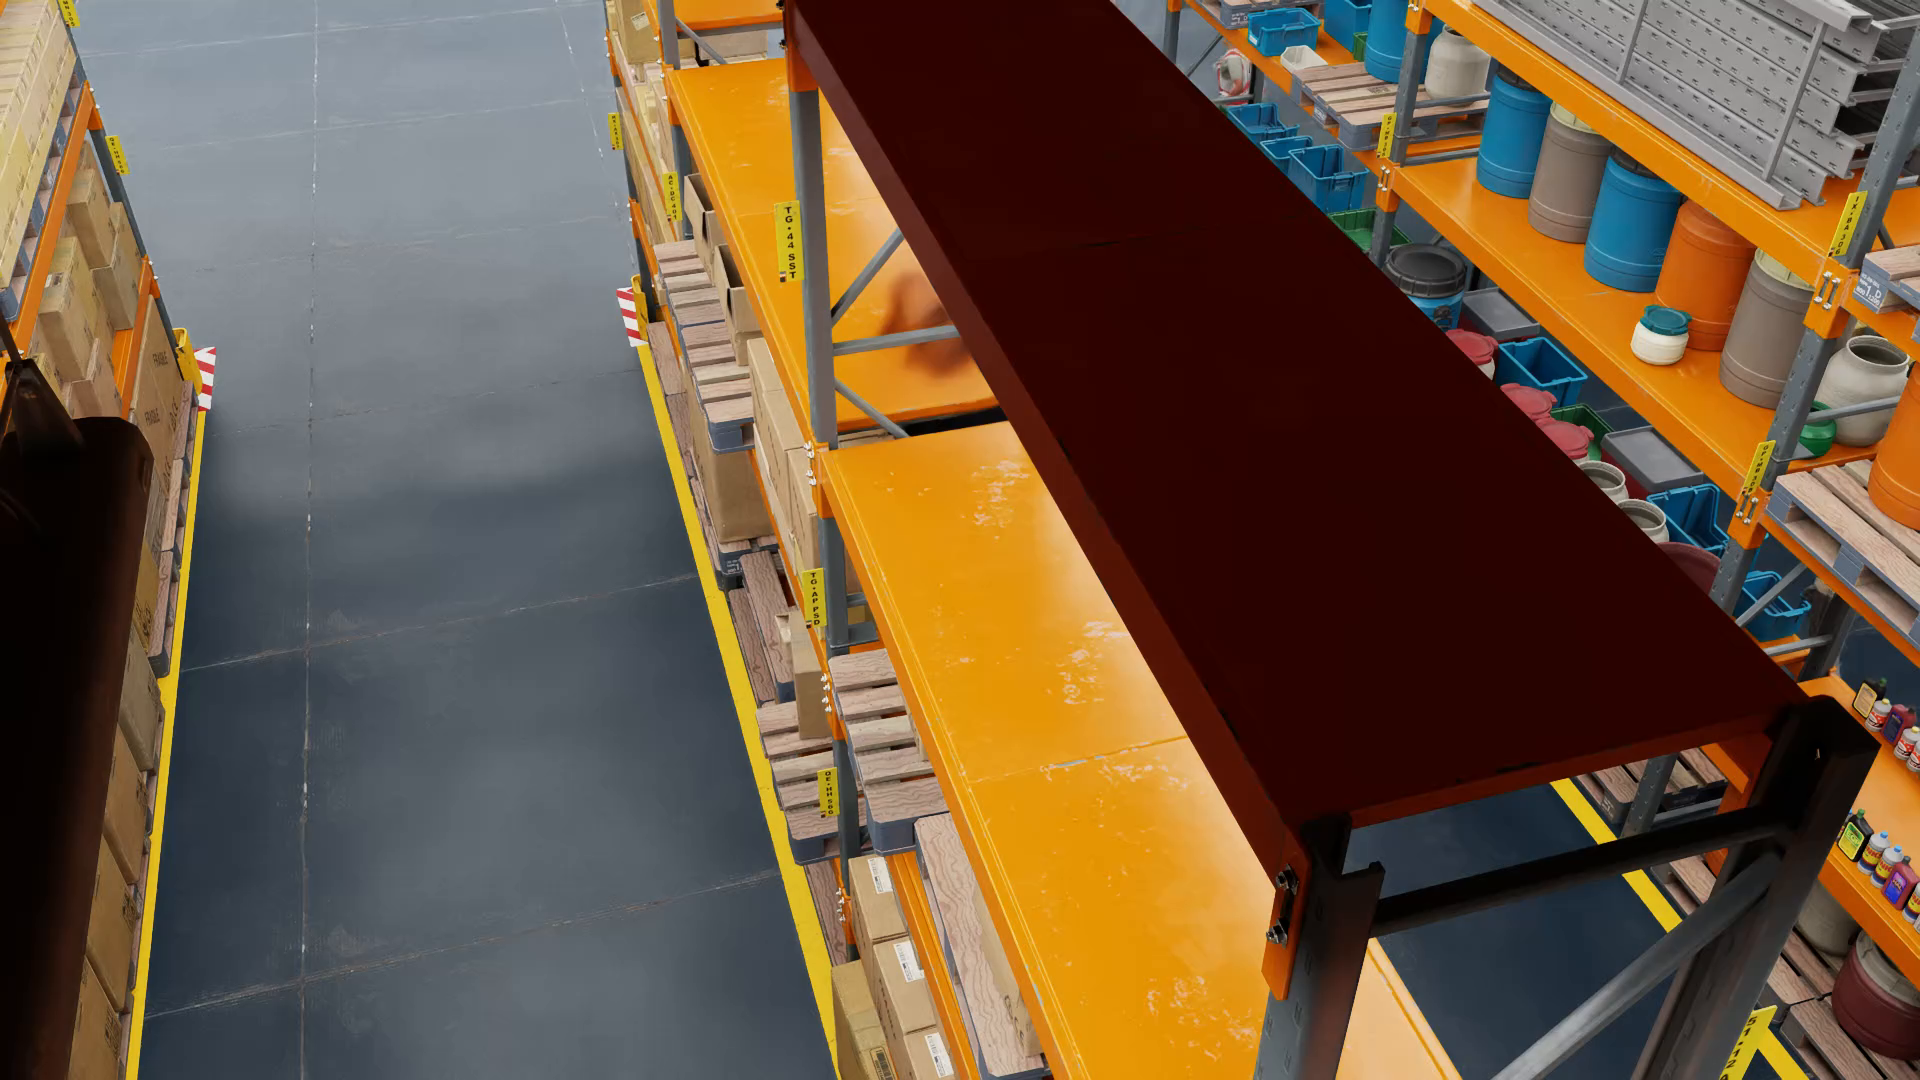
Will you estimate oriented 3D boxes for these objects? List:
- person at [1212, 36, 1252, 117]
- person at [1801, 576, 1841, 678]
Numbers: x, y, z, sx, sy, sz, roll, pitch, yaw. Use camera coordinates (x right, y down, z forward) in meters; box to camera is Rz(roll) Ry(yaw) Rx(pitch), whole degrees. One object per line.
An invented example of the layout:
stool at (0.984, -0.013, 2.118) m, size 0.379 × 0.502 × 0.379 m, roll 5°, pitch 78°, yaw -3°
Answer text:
person at (2.830, -4.488, 17.068) m, size 0.952 × 1.757 × 0.672 m, roll 27°, pitch 46°, yaw 30°
person at (5.859, 0.285, 11.040) m, size 0.644 × 1.751 × 0.642 m, roll -16°, pitch 41°, yaw -19°
